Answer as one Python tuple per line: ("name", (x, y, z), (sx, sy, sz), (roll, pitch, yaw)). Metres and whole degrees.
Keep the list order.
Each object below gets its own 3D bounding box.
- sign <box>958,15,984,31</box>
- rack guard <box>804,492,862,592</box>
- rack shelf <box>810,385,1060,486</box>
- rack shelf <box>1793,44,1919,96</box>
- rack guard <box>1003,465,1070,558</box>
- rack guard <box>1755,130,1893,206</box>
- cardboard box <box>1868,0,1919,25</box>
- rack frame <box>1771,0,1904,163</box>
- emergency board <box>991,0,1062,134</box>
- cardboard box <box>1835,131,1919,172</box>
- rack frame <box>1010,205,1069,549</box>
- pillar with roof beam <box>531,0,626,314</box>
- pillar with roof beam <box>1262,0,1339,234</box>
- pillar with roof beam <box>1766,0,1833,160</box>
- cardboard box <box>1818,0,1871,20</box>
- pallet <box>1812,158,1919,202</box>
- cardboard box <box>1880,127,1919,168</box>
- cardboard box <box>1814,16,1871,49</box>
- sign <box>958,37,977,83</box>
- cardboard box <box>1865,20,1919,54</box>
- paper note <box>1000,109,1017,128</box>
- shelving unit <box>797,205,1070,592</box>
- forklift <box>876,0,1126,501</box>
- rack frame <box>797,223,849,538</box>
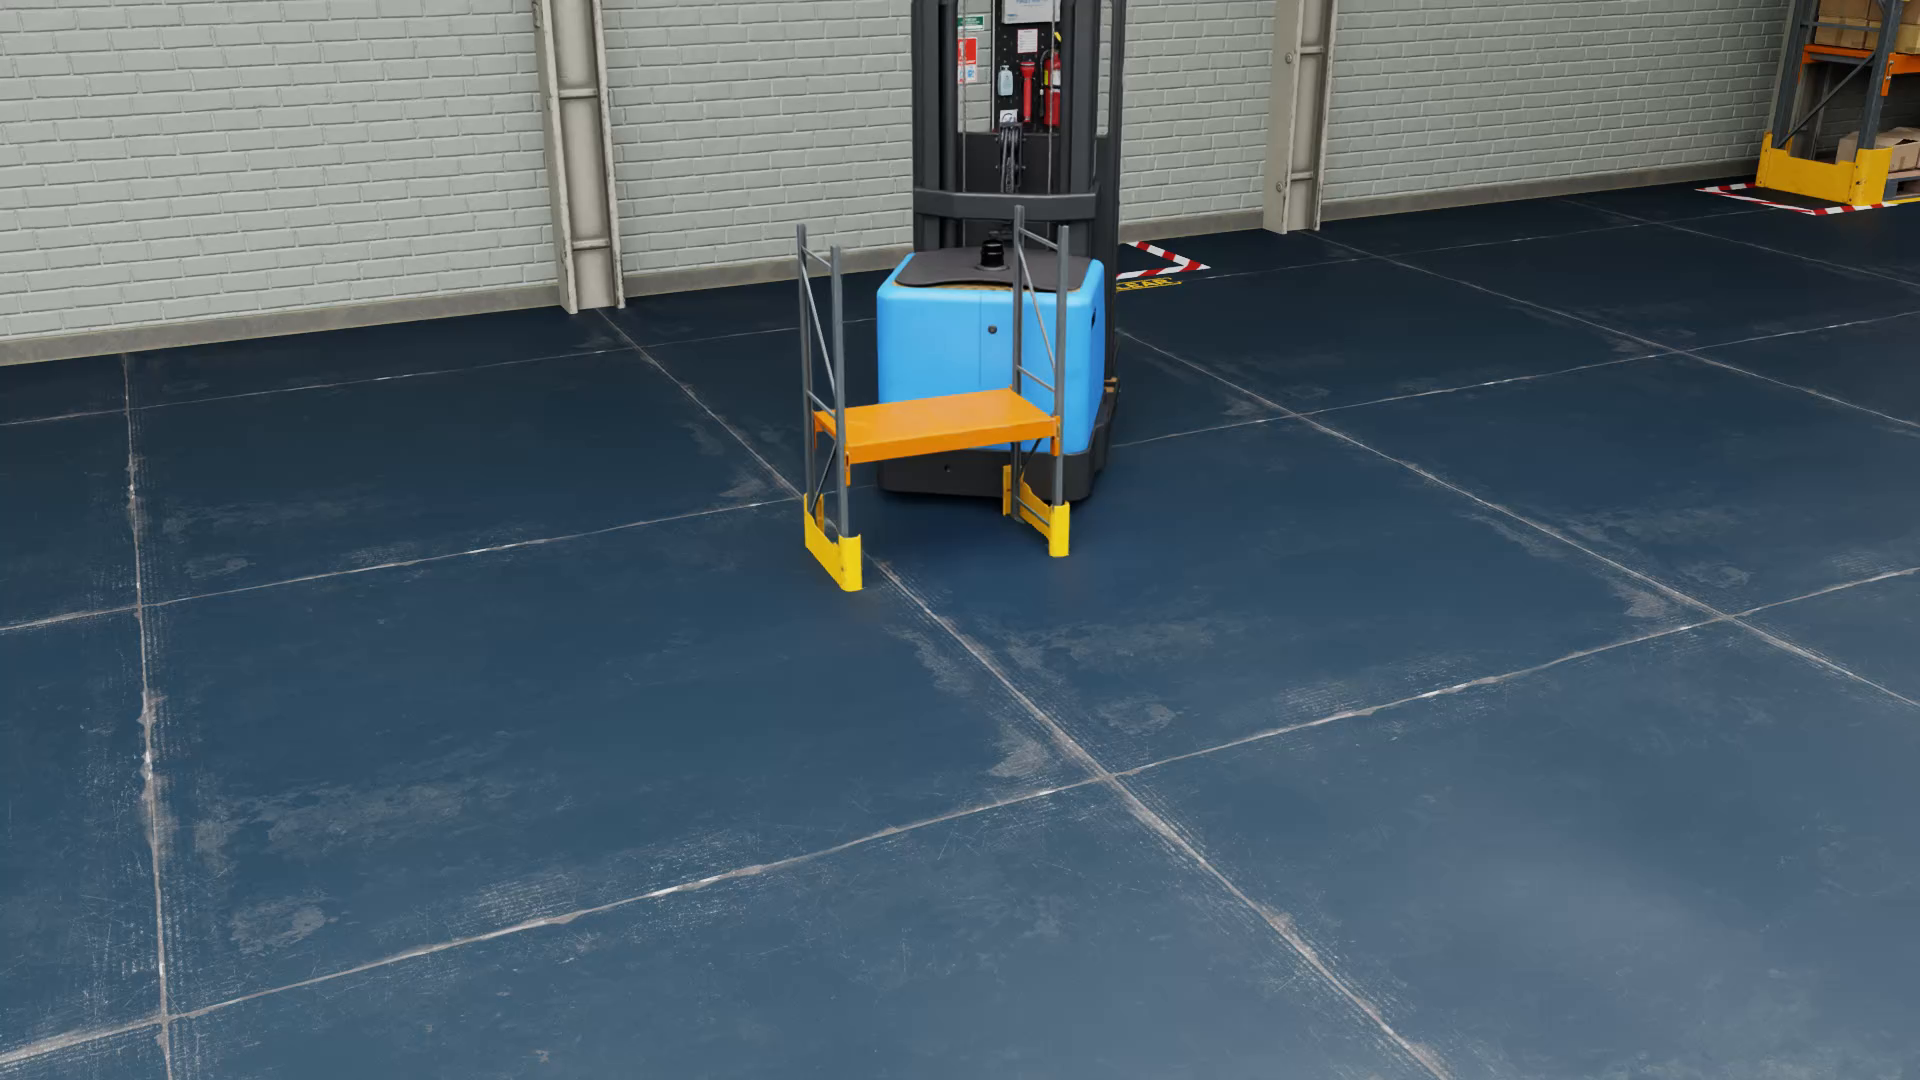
("sign", (0.032, -3.844, 12.374), (0.331, 0.109, 0.001), (-10, 25, -24))
("rack guard", (-0.570, 0.004, 7.413), (0.087, 0.250, 0.587), (-9, 24, -21))
("rack shelf", (-0.118, -0.478, 7.415), (1.000, 0.185, 0.538), (-9, 24, -21))
("rack shelf", (9.763, -4.618, 15.925), (4.000, 0.370, 1.077), (-10, 25, -24))
("rack guard", (0.351, -0.141, 7.764), (0.087, 0.250, 0.587), (-9, 24, -21))
("rack guard", (8.029, -3.476, 15.494), (0.348, 0.500, 1.175), (-10, 25, -24))
("cardboard box", (8.521, -4.881, 14.808), (0.500, 0.500, 0.500), (-10, 25, -24))
("rack frame", (7.961, -4.619, 14.986), (0.127, 3.000, 1.000), (-10, 25, -24))
("emergency board", (0.567, -3.641, 12.624), (0.643, 1.169, 0.194), (-10, 25, -24))
("cardboard box", (8.623, -3.663, 15.618), (0.500, 0.311, 0.500), (-14, 26, -30))
("rack frame", (0.352, -0.719, 7.525), (0.032, 1.500, 0.500), (-9, 24, -21))
("pillar with roof beam", (-0.729, -4.331, 6.446), (0.400, 9.000, 9.100), (-10, 25, -24))
("pillar with roof beam", (4.677, -5.326, 8.851), (0.400, 9.000, 9.100), (-10, 25, -24))
("pillar with roof beam", (10.084, -6.321, 11.255), (0.400, 9.000, 9.100), (-10, 25, -24))
("cardboard box", (8.293, -5.057, 15.233), (0.500, 0.500, 0.500), (-11, 25, -24))
("pallet", (8.777, -3.465, 15.846), (1.213, 0.211, 1.003), (-10, 25, -24))
("cardboard box", (9.137, -3.758, 15.847), (0.500, 0.311, 0.500), (-8, 24, -19))
("cardboard box", (8.298, -4.703, 15.359), (0.500, 0.250, 0.500), (-10, 25, -23))
("sign", (0.024, -3.601, 12.481), (0.234, 0.329, 0.001), (-10, 25, -24))
("cardboard box", (8.538, -4.530, 14.942), (0.500, 0.250, 0.500), (-11, 25, -25))
("paper note", (0.377, -3.228, 12.779), (0.142, 0.148, 0.016), (-10, 25, -24))
("shelving unit", (-0.110, -0.646, 7.349), (1.083, 1.500, 0.587), (-9, 24, -21))
("forklift", (0.333, -2.072, 8.923), (1.130, 2.935, 3.031), (4, 23, 8))
("rack frame", (-0.588, -0.570, 7.167), (0.032, 1.500, 0.500), (-9, 24, -21))
